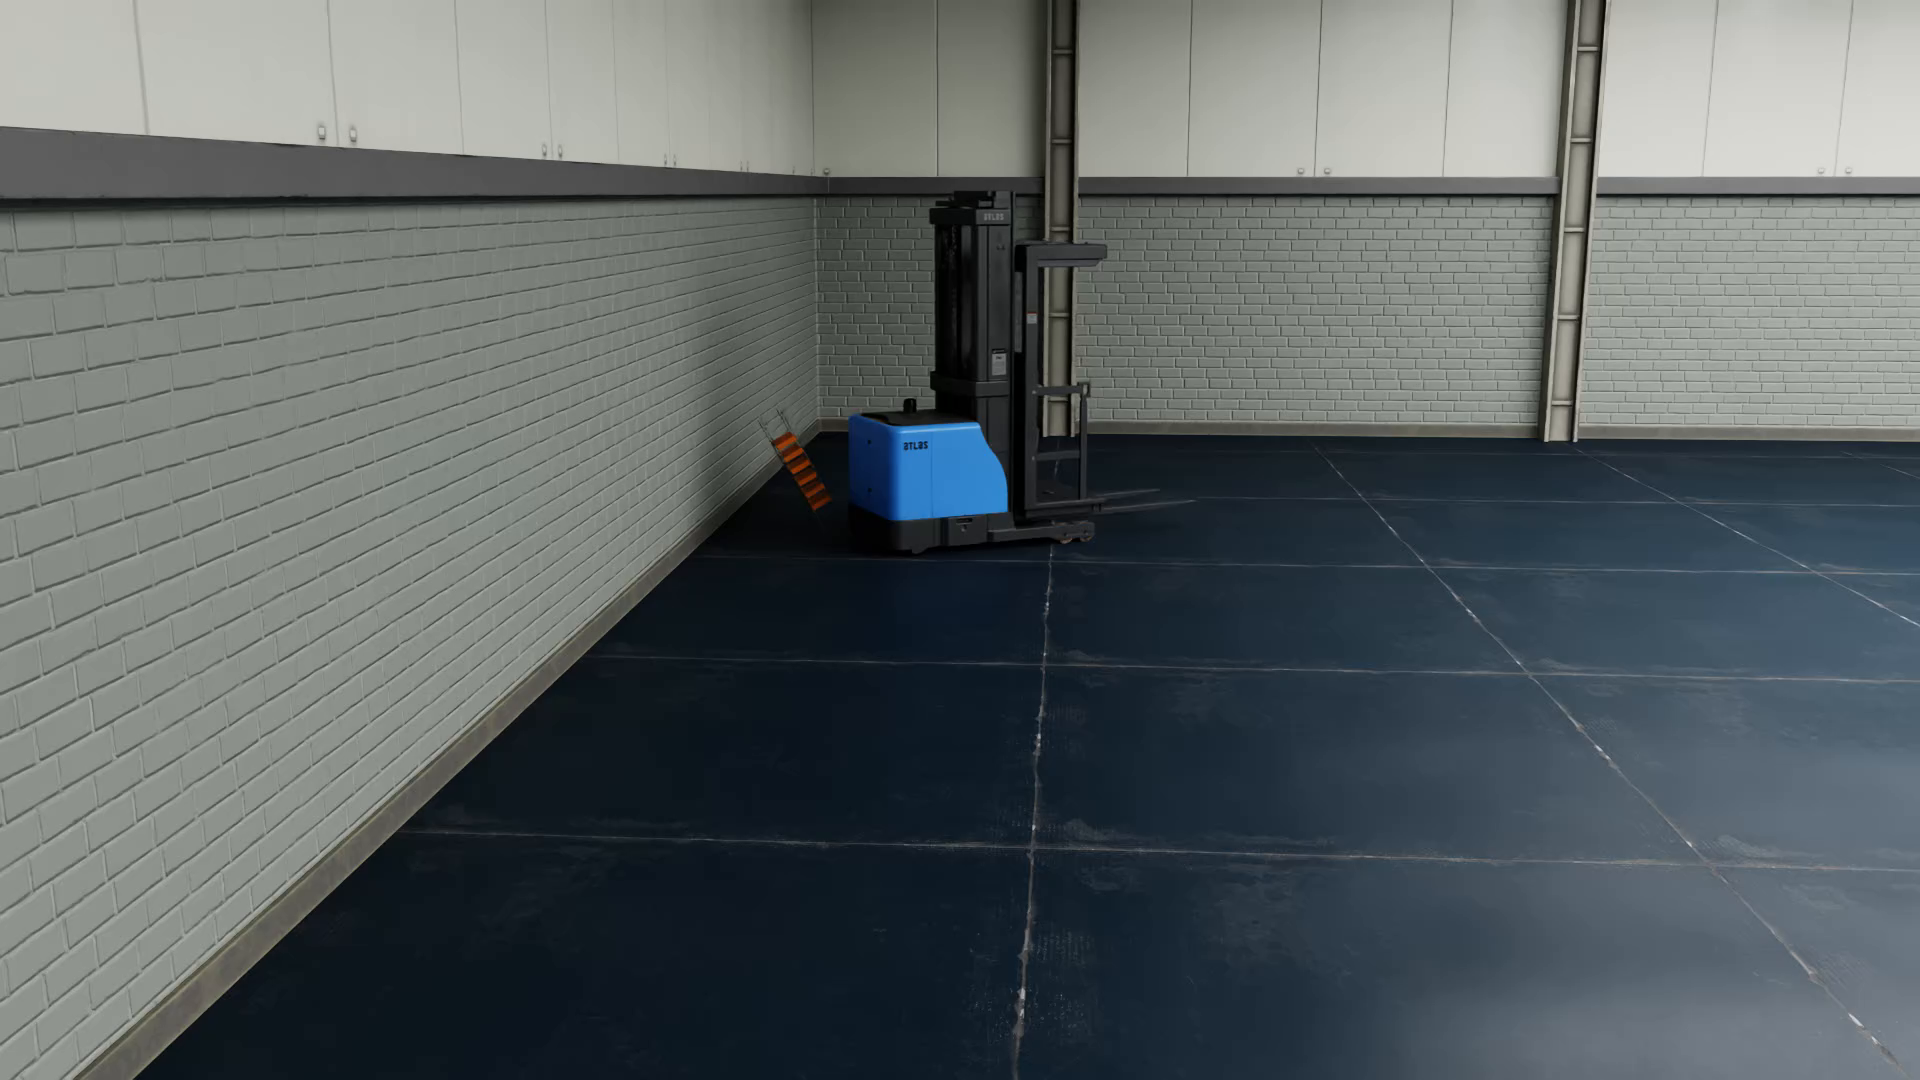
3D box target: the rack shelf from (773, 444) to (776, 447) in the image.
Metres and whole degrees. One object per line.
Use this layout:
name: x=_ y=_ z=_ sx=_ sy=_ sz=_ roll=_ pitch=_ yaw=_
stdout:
rack shelf: x=-1.483 y=-0.833 z=14.019 sx=0.166 sy=0.020 sz=0.199 roll=-32 pitch=19 yaw=-9

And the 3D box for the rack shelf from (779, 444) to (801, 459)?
rack shelf: x=-1.431 y=-0.740 z=14.056 sx=0.171 sy=0.034 sz=0.221 roll=-32 pitch=19 yaw=-9

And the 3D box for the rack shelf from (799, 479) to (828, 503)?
rack shelf: x=-1.254 y=-0.419 z=14.180 sx=0.180 sy=0.103 sz=0.258 roll=-32 pitch=19 yaw=-9

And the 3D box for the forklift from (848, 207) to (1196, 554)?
forklift: x=0.594 y=-1.435 z=14.299 sx=3.031 sy=2.797 sz=1.129 roll=-5 pitch=13 yaw=-24

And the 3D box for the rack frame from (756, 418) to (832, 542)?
rack frame: x=-1.405 y=-0.507 z=14.113 sx=0.006 sy=1.200 sz=0.240 roll=-32 pitch=19 yaw=-9

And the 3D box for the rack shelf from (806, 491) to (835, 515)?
rack shelf: x=-1.198 y=-0.320 z=14.219 sx=0.180 sy=0.103 sz=0.258 roll=-32 pitch=19 yaw=-9

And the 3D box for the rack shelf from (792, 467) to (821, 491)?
rack shelf: x=-1.309 y=-0.519 z=14.142 sx=0.180 sy=0.103 sz=0.258 roll=-32 pitch=19 yaw=-9

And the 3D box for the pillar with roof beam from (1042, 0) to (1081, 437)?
pillar with roof beam: x=0.924 y=-4.817 z=15.317 sx=0.400 sy=9.000 sz=9.100 roll=1 pitch=12 yaw=4

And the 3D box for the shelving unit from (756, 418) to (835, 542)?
shelving unit: x=-1.331 y=-0.554 z=14.127 sx=0.184 sy=1.200 sz=0.258 roll=-32 pitch=19 yaw=-9

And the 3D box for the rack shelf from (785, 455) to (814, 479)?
rack shelf: x=-1.364 y=-0.618 z=14.103 sx=0.180 sy=0.103 sz=0.258 roll=-32 pitch=19 yaw=-9
